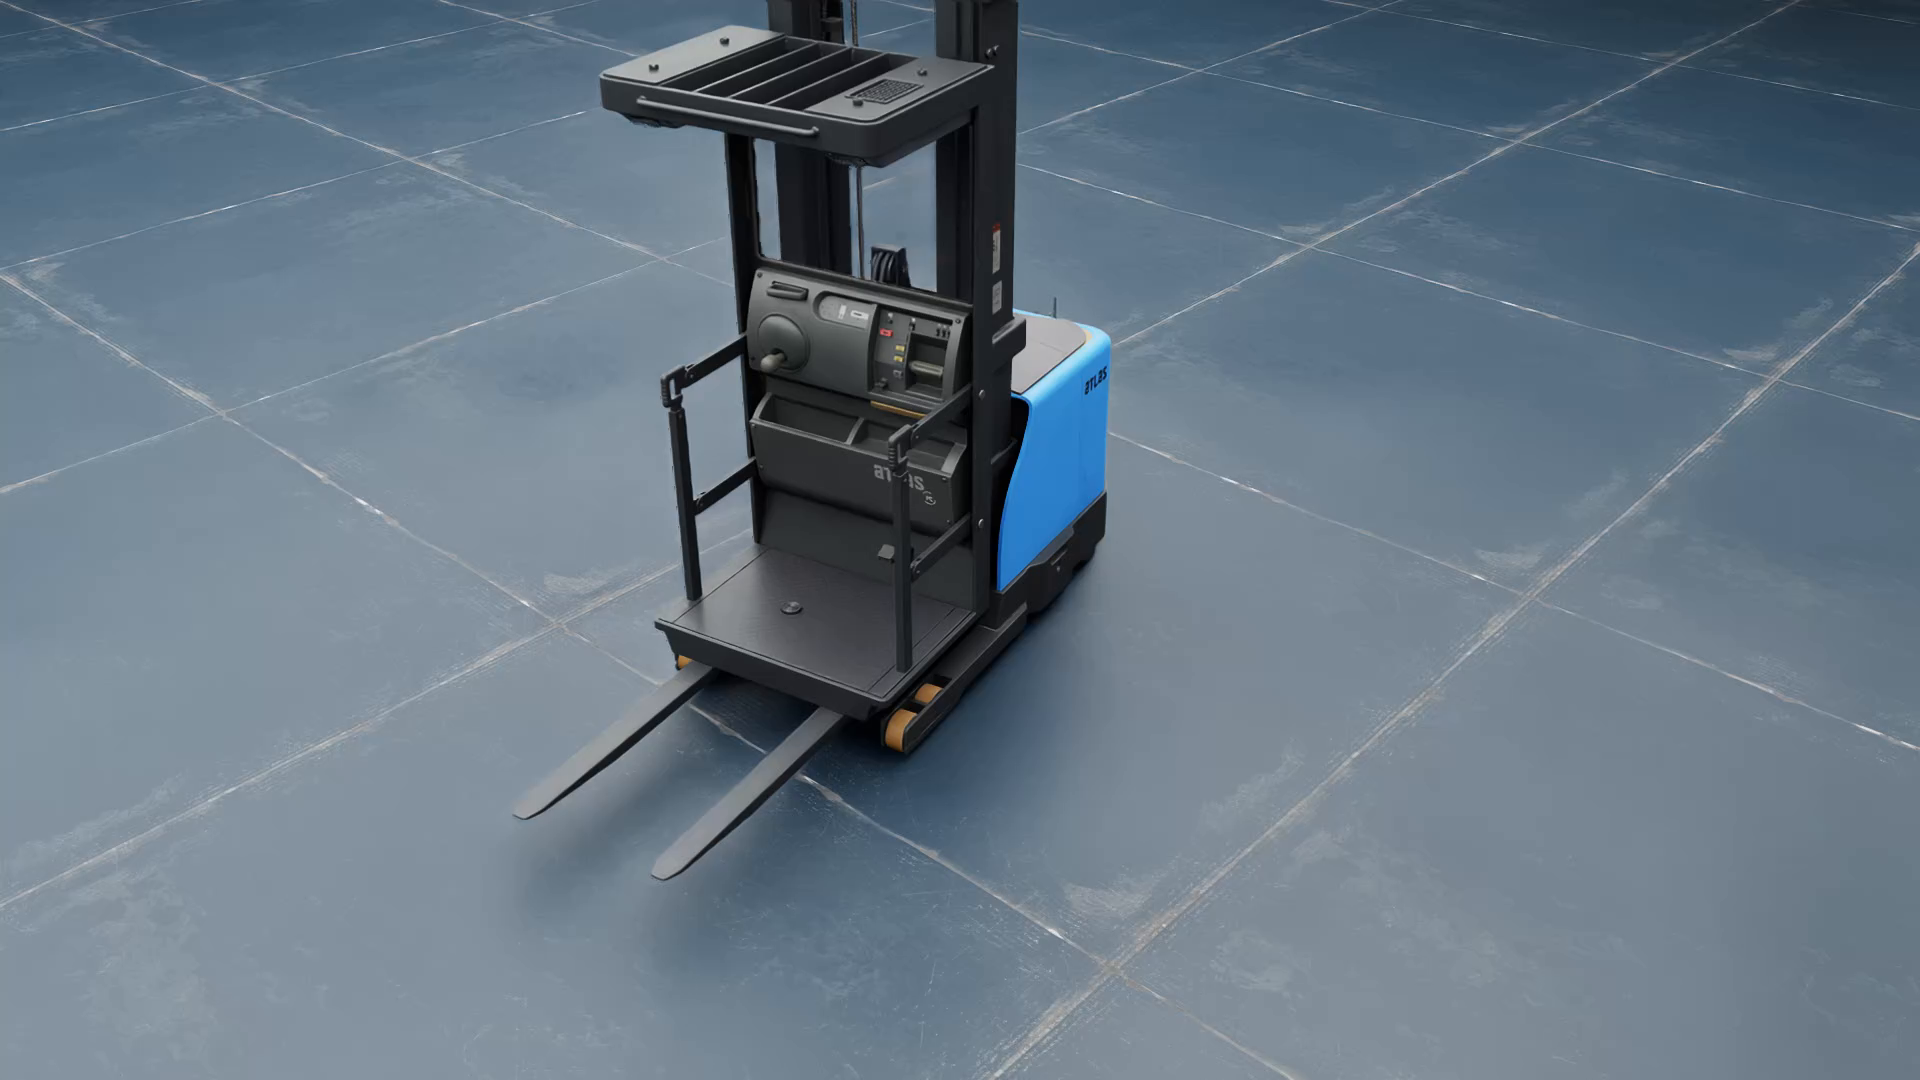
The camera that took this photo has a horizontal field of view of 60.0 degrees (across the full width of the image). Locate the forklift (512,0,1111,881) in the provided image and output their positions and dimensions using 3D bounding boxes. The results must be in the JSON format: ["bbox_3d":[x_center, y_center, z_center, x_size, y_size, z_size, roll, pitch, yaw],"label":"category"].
[{"bbox_3d":[-0.504,-0.709,6.085,1.130,2.935,3.031,17,35,25],"label":"forklift"}]

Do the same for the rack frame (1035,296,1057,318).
[{"bbox_3d":[0.386,-0.614,7.751,0.008,1.050,0.200,17,35,25],"label":"rack frame"}]

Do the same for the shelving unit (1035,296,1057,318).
[{"bbox_3d":[0.281,-0.645,7.803,0.252,1.050,0.215,17,35,25],"label":"shelving unit"}]
